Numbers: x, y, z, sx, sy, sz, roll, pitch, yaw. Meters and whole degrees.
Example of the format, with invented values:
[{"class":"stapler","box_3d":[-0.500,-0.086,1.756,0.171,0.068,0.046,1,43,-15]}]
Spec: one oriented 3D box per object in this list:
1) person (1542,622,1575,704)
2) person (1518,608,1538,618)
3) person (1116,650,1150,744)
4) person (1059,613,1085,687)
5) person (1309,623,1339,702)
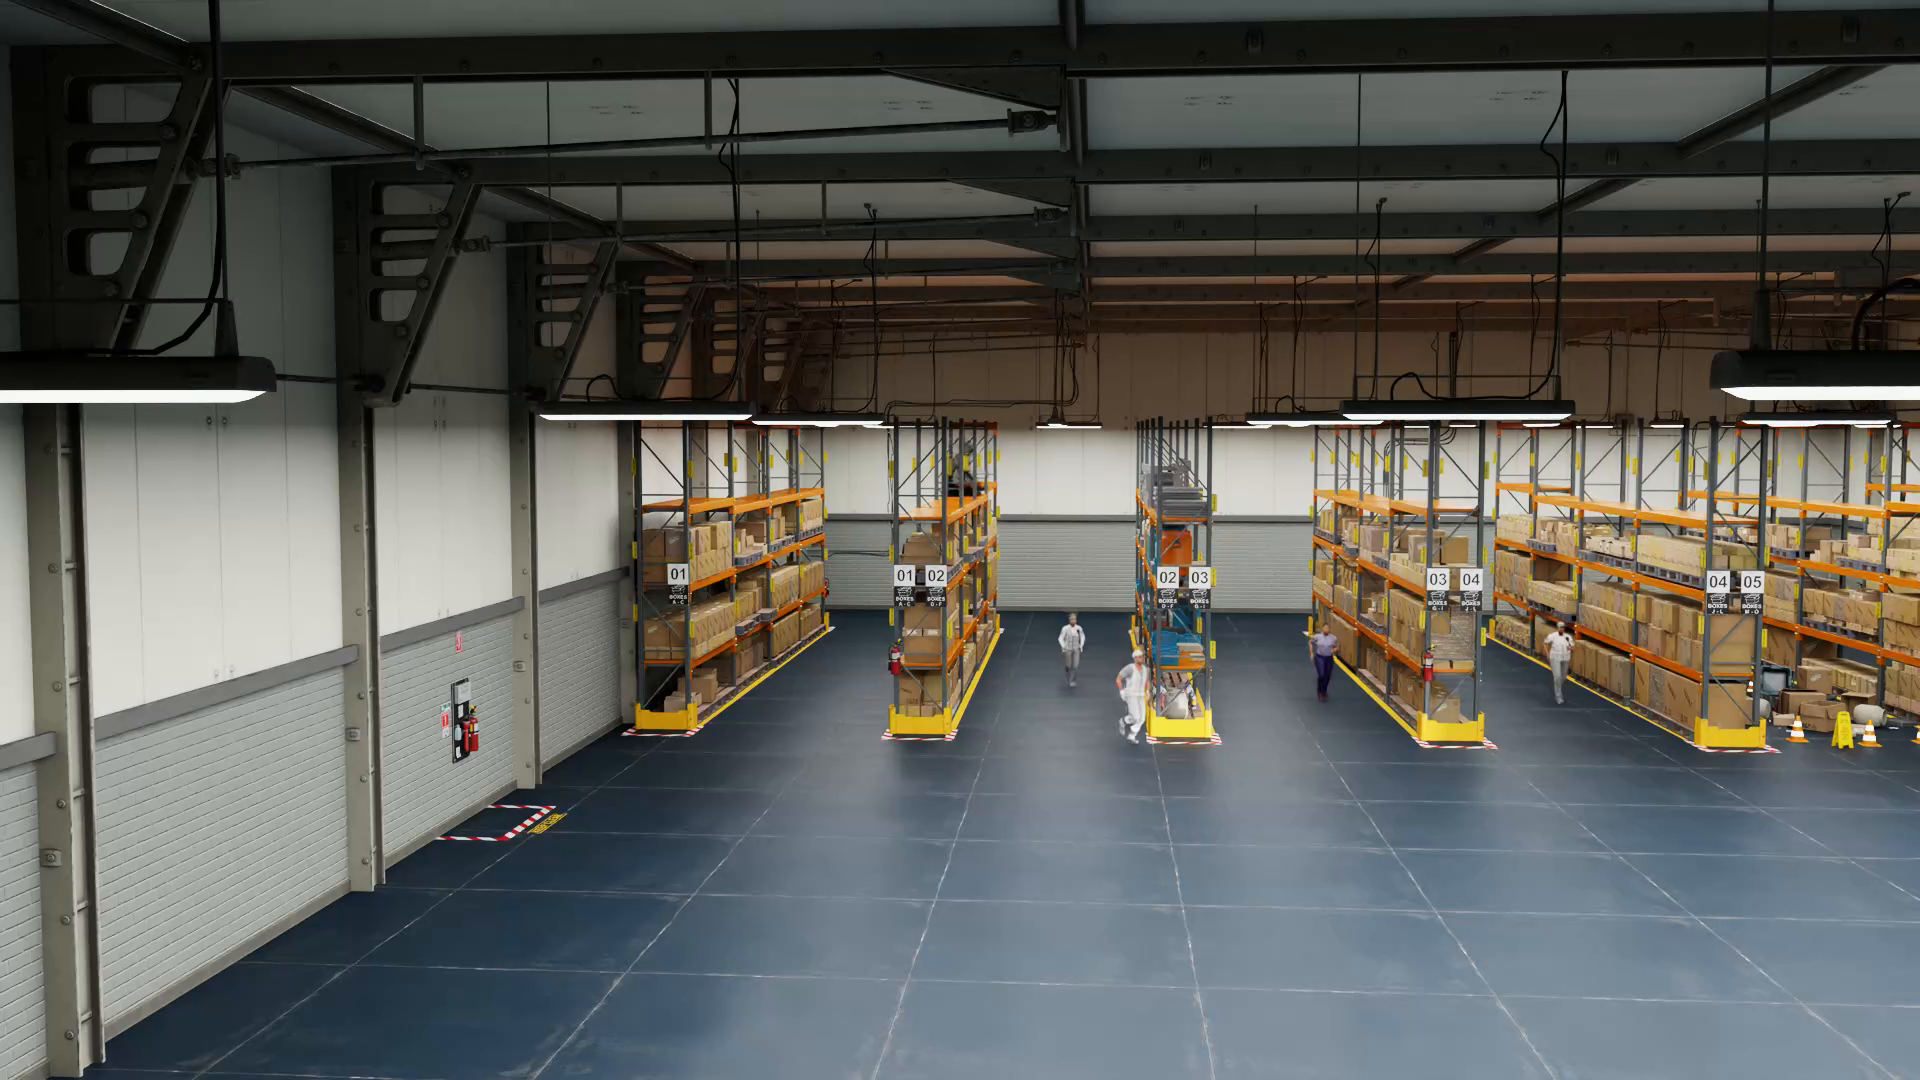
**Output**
[{"class":"person","box_3d":[12.723,2.574,35.270,0.594,1.689,0.877,0,4,-1]},{"class":"person","box_3d":[16.147,1.739,47.387,1.051,1.746,0.672,0,4,7]},{"class":"person","box_3d":[3.205,2.874,30.559,0.714,1.730,0.570,-3,5,-35]},{"class":"person","box_3d":[2.529,2.458,37.552,0.603,1.648,0.593,0,4,-6]},{"class":"person","box_3d":[7.762,2.607,35.394,0.570,1.675,0.783,0,4,-4]}]
